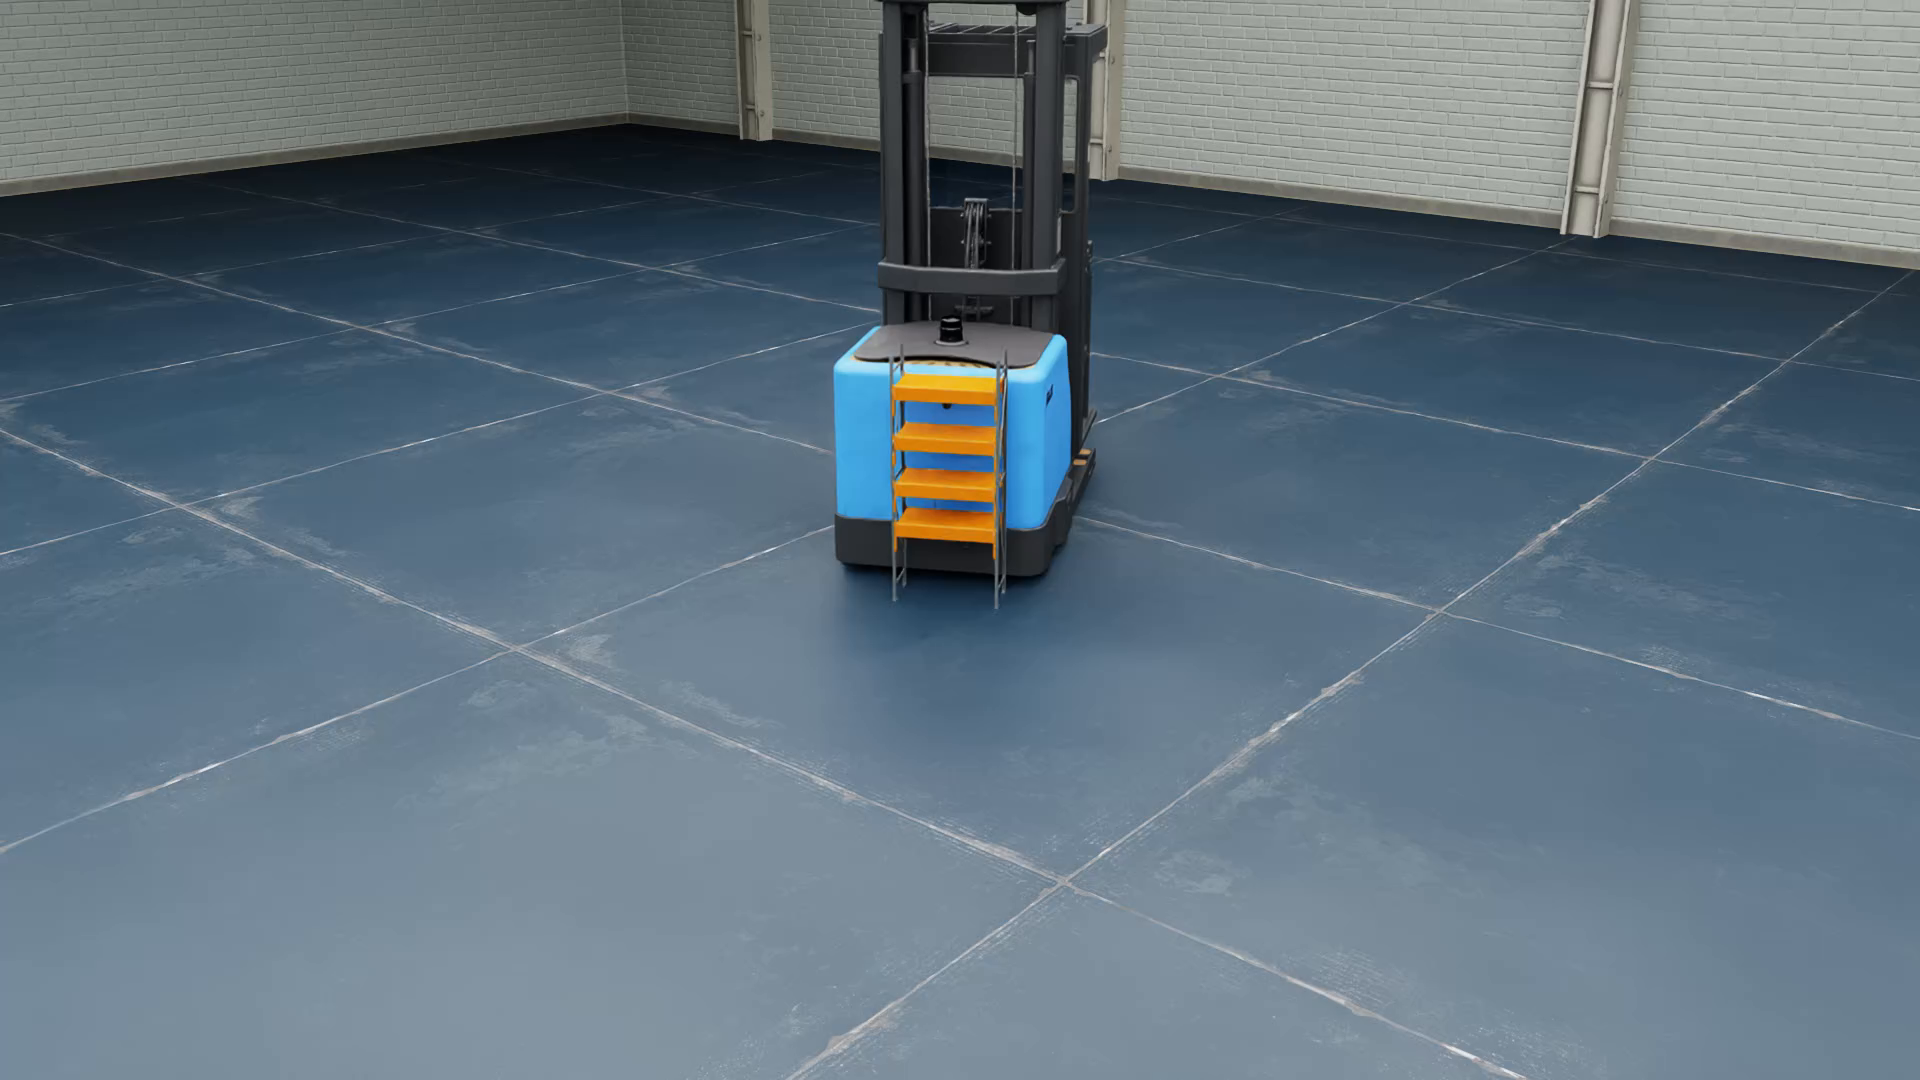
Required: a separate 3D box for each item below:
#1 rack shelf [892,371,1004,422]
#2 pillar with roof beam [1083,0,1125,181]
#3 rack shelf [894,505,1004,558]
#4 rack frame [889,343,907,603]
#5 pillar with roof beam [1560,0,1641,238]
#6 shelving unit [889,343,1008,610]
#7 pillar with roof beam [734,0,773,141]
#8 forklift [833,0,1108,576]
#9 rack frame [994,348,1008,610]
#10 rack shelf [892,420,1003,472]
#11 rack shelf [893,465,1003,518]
[{"bbox_3d":[-0.049,-0.658,7.600,0.480,0.148,0.258,4,21,10],"label":"rack shelf"},{"bbox_3d":[-1.011,-7.491,15.780,0.400,9.000,9.100,16,26,36],"label":"pillar with roof beam"},{"bbox_3d":[-0.049,-0.042,7.833,0.480,0.148,0.258,4,21,10],"label":"rack shelf"},{"bbox_3d":[-0.289,-0.307,7.782,0.015,1.200,0.240,4,21,10],"label":"rack frame"},{"bbox_3d":[3.638,-6.153,12.230,0.400,9.000,9.100,16,26,36],"label":"pillar with roof beam"},{"bbox_3d":[-0.049,-0.291,7.739,0.503,1.200,0.258,4,21,10],"label":"shelving unit"},{"bbox_3d":[-5.659,-8.830,19.330,0.400,9.000,9.100,16,26,36],"label":"pillar with roof beam"},{"bbox_3d":[0.176,-1.682,8.974,1.130,2.935,3.031,4,21,11],"label":"forklift"},{"bbox_3d":[0.190,-0.275,7.696,0.015,1.200,0.240,4,21,10],"label":"rack frame"},{"bbox_3d":[-0.049,-0.437,7.684,0.480,0.148,0.258,4,21,10],"label":"rack shelf"},{"bbox_3d":[-0.049,-0.228,7.763,0.480,0.148,0.258,4,21,10],"label":"rack shelf"}]
